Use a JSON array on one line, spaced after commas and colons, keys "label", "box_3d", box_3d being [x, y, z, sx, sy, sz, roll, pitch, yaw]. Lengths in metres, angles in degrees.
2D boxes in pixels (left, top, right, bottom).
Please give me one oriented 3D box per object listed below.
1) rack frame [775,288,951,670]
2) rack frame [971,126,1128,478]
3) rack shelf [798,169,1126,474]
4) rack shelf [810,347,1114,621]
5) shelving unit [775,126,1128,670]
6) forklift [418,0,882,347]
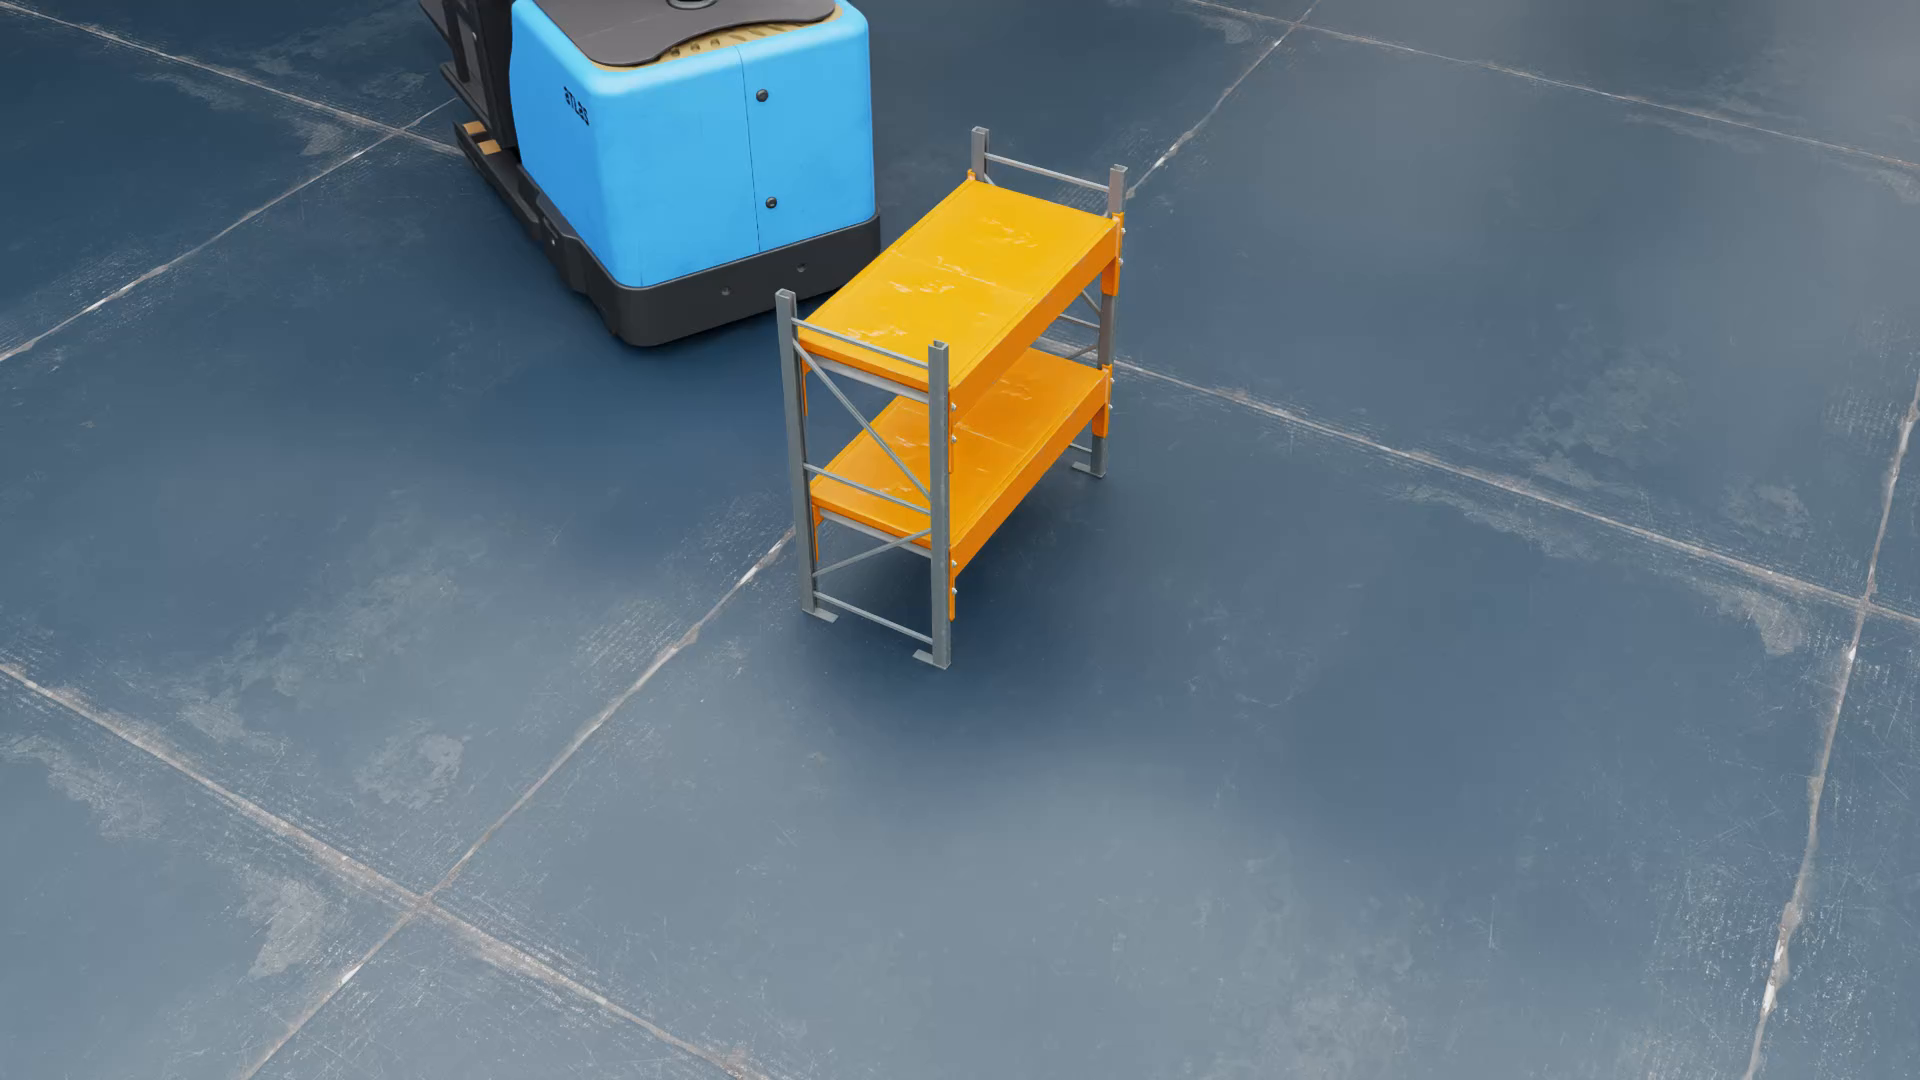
[{"label": "rack frame", "box_3d": [-0.251, -0.135, 4.552, 0.500, 1.125, 0.032, 21, 45, 22]}, {"label": "rack frame", "box_3d": [0.258, -0.717, 5.213, 0.500, 1.125, 0.032, 21, 45, 22]}, {"label": "rack shelf", "box_3d": [0.003, -0.646, 4.689, 0.538, 0.278, 1.000, 21, 45, 22]}, {"label": "rack shelf", "box_3d": [0.003, -0.243, 5.044, 0.538, 0.278, 1.000, 21, 45, 22]}, {"label": "shelving unit", "box_3d": [0.003, -0.426, 4.883, 0.538, 1.125, 1.048, 21, 45, 22]}, {"label": "forklift", "box_3d": [-1.484, -2.745, 6.149, 1.130, 2.935, 3.031, -22, 46, -23]}]
